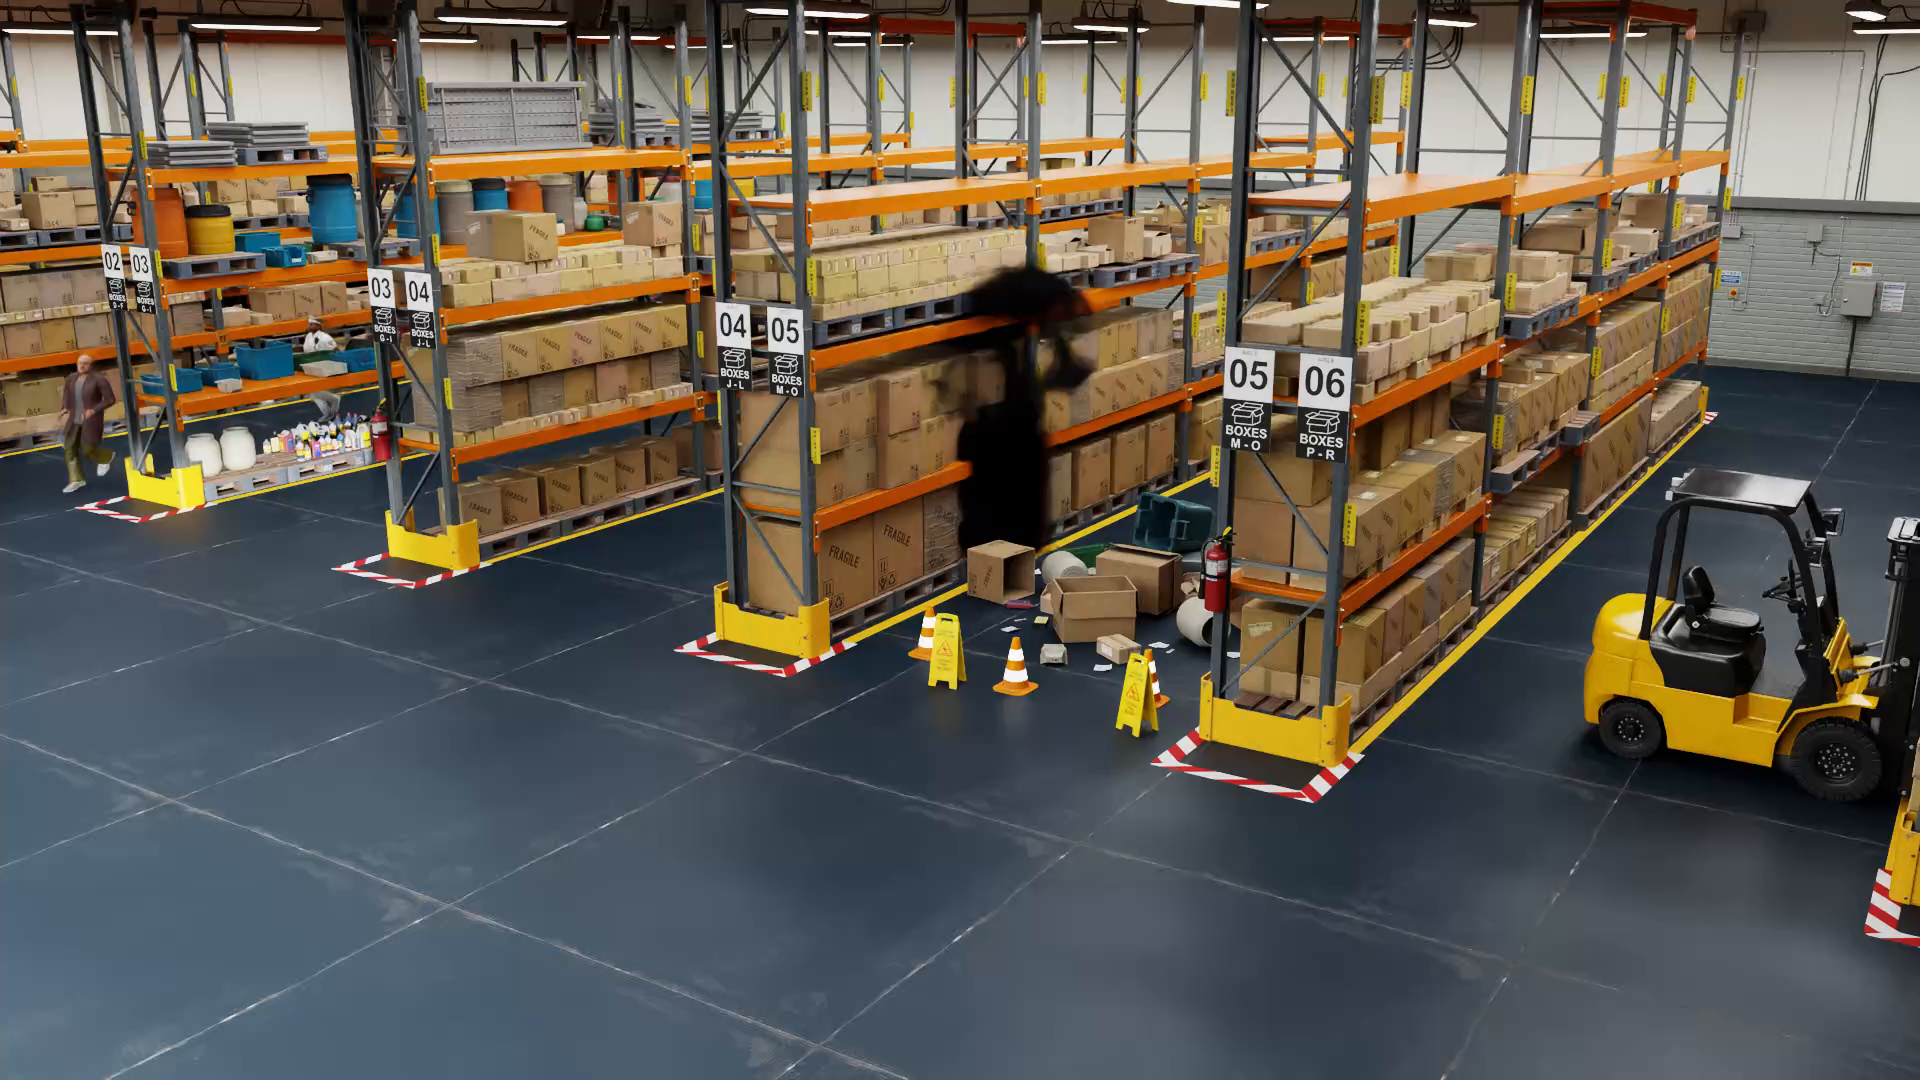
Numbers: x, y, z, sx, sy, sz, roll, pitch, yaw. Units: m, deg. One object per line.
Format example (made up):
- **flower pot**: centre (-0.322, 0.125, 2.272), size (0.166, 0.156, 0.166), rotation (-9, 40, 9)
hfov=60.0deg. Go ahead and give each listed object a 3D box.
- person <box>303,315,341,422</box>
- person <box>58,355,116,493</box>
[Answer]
- **person**: centre (-9.912, -2.643, 25.649), size (0.569, 1.661, 0.554), rotation (7, 17, 24)
- **person**: centre (-11.279, -1.537, 21.551), size (0.752, 1.752, 0.883), rotation (2, 16, 7)
